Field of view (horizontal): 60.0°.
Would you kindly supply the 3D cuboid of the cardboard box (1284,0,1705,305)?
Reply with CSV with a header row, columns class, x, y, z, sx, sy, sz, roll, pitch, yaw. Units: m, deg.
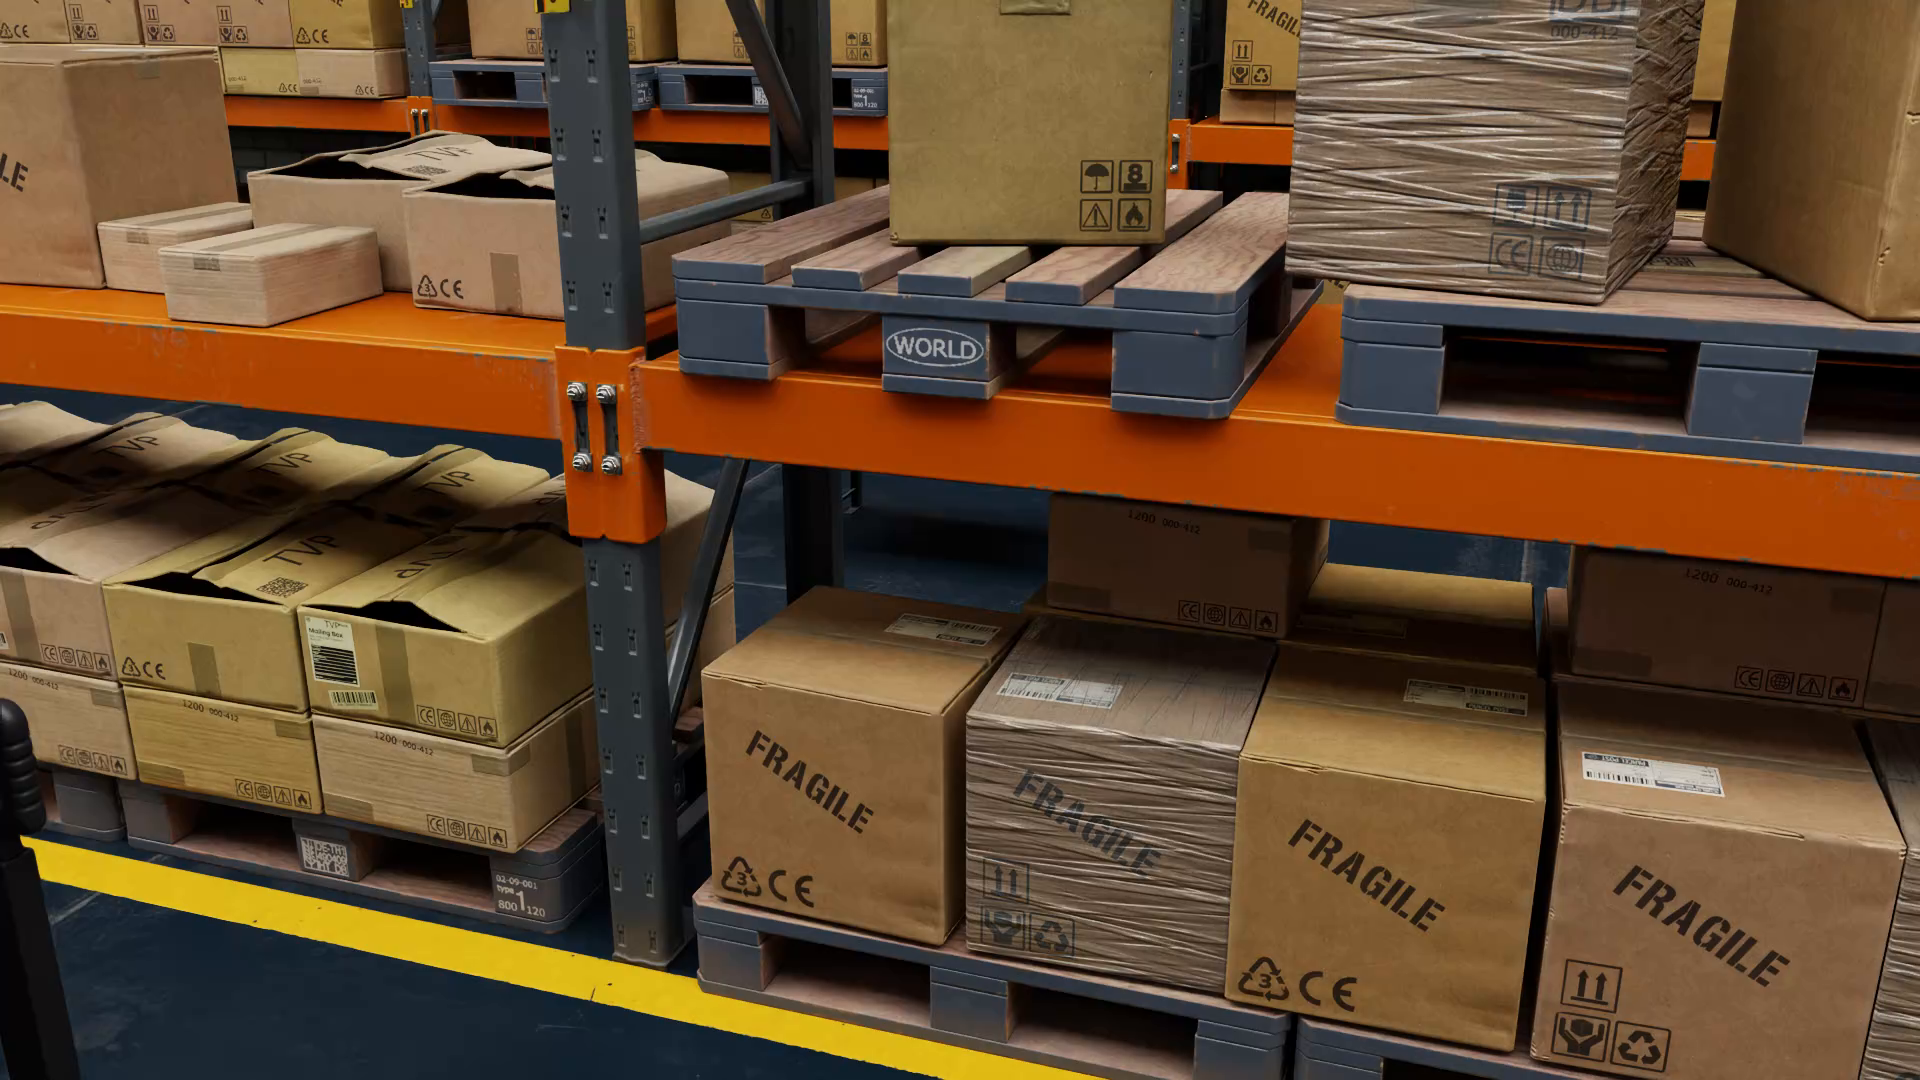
class,x,y,z,sx,sy,sz,roll,pitch,yaw
cardboard box,0.922,-0.728,2.818,0.500,0.500,0.700,11,22,28

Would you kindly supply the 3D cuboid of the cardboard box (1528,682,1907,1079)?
class,x,y,z,sx,sy,sz,roll,pitch,yaw
cardboard box,1.288,0.602,2.921,0.500,0.500,0.500,6,20,16

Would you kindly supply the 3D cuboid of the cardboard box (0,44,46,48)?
class,x,y,z,sx,sy,sz,roll,pitch,yaw
cardboard box,-2.599,-0.954,4.104,0.500,0.500,0.500,7,20,18

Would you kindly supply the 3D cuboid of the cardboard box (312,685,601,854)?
class,x,y,z,sx,sy,sz,roll,pitch,yaw
cardboard box,-1.088,0.445,3.781,0.500,0.250,0.500,7,20,19

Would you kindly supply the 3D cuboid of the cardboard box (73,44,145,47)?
class,x,y,z,sx,sy,sz,roll,pitch,yaw
cardboard box,-4.638,-2.702,9.468,0.500,0.250,0.500,7,20,19

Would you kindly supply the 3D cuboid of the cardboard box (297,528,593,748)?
class,x,y,z,sx,sy,sz,roll,pitch,yaw
cardboard box,-1.087,0.182,3.686,0.500,0.311,0.500,7,20,19

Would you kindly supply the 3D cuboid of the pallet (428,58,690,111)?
class,x,y,z,sx,sy,sz,roll,pitch,yaw
pallet,-1.993,-2.428,8.776,1.213,0.211,1.003,7,20,18

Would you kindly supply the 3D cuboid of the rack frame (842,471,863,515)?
class,x,y,z,sx,sy,sz,roll,pitch,yaw
rack frame,-0.474,-0.585,6.047,0.032,1.125,0.500,7,20,18

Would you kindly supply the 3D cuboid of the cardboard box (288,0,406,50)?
class,x,y,z,sx,sy,sz,roll,pitch,yaw
cardboard box,-3.216,-2.894,8.880,0.500,0.500,0.500,6,20,18

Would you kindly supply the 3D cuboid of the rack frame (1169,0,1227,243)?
class,x,y,z,sx,sy,sz,roll,pitch,yaw
rack frame,1.111,-2.214,7.872,0.127,3.000,1.000,7,20,18

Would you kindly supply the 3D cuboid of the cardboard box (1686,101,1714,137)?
class,x,y,z,sx,sy,sz,roll,pitch,yaw
cardboard box,3.044,-1.805,7.048,0.250,0.149,0.380,7,20,20

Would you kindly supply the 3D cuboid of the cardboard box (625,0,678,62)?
class,x,y,z,sx,sy,sz,roll,pitch,yaw
cardboard box,-1.672,-2.773,8.655,0.500,0.500,0.700,9,21,24

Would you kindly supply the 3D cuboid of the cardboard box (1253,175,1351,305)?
class,x,y,z,sx,sy,sz,roll,pitch,yaw
cardboard box,1.763,-1.277,7.811,0.750,0.750,0.750,6,20,17

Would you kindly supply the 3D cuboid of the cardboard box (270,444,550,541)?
class,x,y,z,sx,sy,sz,roll,pitch,yaw
cardboard box,-1.408,-0.040,4.323,0.500,0.311,0.500,6,20,17

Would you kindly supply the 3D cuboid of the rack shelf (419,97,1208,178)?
class,x,y,z,sx,sy,sz,roll,pitch,yaw
rack shelf,-0.778,-2.091,8.610,4.000,0.370,1.077,7,20,18

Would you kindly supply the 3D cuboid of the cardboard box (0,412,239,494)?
class,x,y,z,sx,sy,sz,roll,pitch,yaw
cardboard box,-2.375,-0.152,4.641,0.500,0.311,0.500,6,20,17

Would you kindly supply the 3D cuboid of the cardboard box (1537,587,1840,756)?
class,x,y,z,sx,sy,sz,roll,pitch,yaw
cardboard box,1.436,0.438,3.393,0.500,0.500,0.500,6,20,16

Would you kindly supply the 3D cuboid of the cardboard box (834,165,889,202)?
class,x,y,z,sx,sy,sz,roll,pitch,yaw
cardboard box,-0.592,-1.792,8.651,0.500,0.250,0.500,6,20,18

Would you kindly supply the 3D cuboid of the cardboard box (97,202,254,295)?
class,x,y,z,sx,sy,sz,roll,pitch,yaw
cardboard box,-1.734,-0.675,3.838,0.250,0.149,0.380,8,21,22

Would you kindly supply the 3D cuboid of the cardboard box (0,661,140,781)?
class,x,y,z,sx,sy,sz,roll,pitch,yaw
cardboard box,-2.050,0.336,4.096,0.500,0.250,0.500,7,20,19

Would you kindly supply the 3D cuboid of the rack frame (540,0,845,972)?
class,x,y,z,sx,sy,sz,roll,pitch,yaw
rack frame,-0.511,-0.674,3.452,0.127,3.000,1.000,7,20,18

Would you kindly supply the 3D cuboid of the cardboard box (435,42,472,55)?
class,x,y,z,sx,sy,sz,roll,pitch,yaw
cardboard box,-3.041,-2.703,9.470,0.500,0.250,0.500,7,20,19

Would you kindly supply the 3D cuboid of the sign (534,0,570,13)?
class,x,y,z,sx,sy,sz,roll,pitch,yaw
sign,-0.690,-1.048,2.765,0.005,0.325,0.100,7,20,18

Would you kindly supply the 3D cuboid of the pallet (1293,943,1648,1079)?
class,x,y,z,sx,sy,sz,roll,pitch,yaw
pallet,1.330,0.868,3.266,1.213,0.211,1.003,7,20,18

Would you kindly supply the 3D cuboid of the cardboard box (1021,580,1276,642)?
class,x,y,z,sx,sy,sz,roll,pitch,yaw
cardboard box,0.449,0.327,3.711,0.500,0.500,0.500,7,21,20

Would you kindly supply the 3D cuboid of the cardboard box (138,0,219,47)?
class,x,y,z,sx,sy,sz,roll,pitch,yaw
cardboard box,-4.161,-3.004,9.195,0.500,0.500,0.500,6,20,16

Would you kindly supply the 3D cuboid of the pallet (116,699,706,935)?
class,x,y,z,sx,sy,sz,roll,pitch,yaw
pallet,-1.276,0.542,4.201,1.213,0.211,1.003,7,20,18

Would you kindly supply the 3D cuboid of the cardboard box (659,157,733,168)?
class,x,y,z,sx,sy,sz,roll,pitch,yaw
cardboard box,-1.550,-1.907,8.980,0.500,0.250,0.500,6,20,17

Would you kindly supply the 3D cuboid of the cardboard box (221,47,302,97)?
class,x,y,z,sx,sy,sz,roll,pitch,yaw
cardboard box,-3.682,-2.598,9.171,0.500,0.250,0.500,7,20,18

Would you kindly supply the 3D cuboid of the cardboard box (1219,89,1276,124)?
class,x,y,z,sx,sy,sz,roll,pitch,yaw
cardboard box,1.346,-1.998,7.601,0.250,0.149,0.380,6,20,17

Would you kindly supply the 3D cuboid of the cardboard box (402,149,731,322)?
class,x,y,z,sx,sy,sz,roll,pitch,yaw
cardboard box,-0.840,-0.685,3.618,0.500,0.311,0.500,8,21,21

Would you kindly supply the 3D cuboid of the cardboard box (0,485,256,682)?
class,x,y,z,sx,sy,sz,roll,pitch,yaw
cardboard box,-2.056,0.072,4.000,0.500,0.311,0.500,6,20,18

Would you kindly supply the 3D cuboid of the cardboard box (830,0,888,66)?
class,x,y,z,sx,sy,sz,roll,pitch,yaw
cardboard box,-0.520,-2.645,8.286,0.500,0.500,0.700,7,20,18

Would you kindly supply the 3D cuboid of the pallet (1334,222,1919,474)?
class,x,y,z,sx,sy,sz,roll,pitch,yaw
pallet,1.327,-0.374,2.885,1.213,0.211,1.003,7,20,18

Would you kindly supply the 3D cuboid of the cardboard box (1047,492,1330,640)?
class,x,y,z,sx,sy,sz,roll,pitch,yaw
cardboard box,0.504,-0.022,3.573,0.500,0.250,0.500,7,21,20

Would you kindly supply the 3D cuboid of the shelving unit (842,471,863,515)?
class,x,y,z,sx,sy,sz,roll,pitch,yaw
shelving unit,0.006,-0.530,5.889,1.048,1.125,0.538,7,20,18

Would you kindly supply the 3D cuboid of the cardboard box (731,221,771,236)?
class,x,y,z,sx,sy,sz,roll,pitch,yaw
cardboard box,-0.993,-1.492,8.927,0.500,0.500,0.700,7,20,19

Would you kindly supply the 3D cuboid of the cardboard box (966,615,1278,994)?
class,x,y,z,sx,sy,sz,roll,pitch,yaw
cardboard box,0.321,0.492,3.238,0.500,0.500,0.500,6,20,16

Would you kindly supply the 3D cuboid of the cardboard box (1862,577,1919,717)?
class,x,y,z,sx,sy,sz,roll,pitch,yaw
cardboard box,1.946,0.141,3.105,0.500,0.250,0.500,7,20,18

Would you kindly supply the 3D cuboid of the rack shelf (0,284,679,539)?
class,x,y,z,sx,sy,sz,roll,pitch,yaw
rack shelf,-2.400,-0.550,4.190,4.000,0.370,1.077,7,20,18

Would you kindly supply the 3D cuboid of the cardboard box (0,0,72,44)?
class,x,y,z,sx,sy,sz,roll,pitch,yaw
cardboard box,-5.144,-3.112,9.505,0.500,0.500,0.500,6,20,16

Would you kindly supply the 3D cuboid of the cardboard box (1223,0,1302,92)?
class,x,y,z,sx,sy,sz,roll,pitch,yaw
cardboard box,1.486,-2.279,7.424,0.500,0.500,0.500,7,20,20
